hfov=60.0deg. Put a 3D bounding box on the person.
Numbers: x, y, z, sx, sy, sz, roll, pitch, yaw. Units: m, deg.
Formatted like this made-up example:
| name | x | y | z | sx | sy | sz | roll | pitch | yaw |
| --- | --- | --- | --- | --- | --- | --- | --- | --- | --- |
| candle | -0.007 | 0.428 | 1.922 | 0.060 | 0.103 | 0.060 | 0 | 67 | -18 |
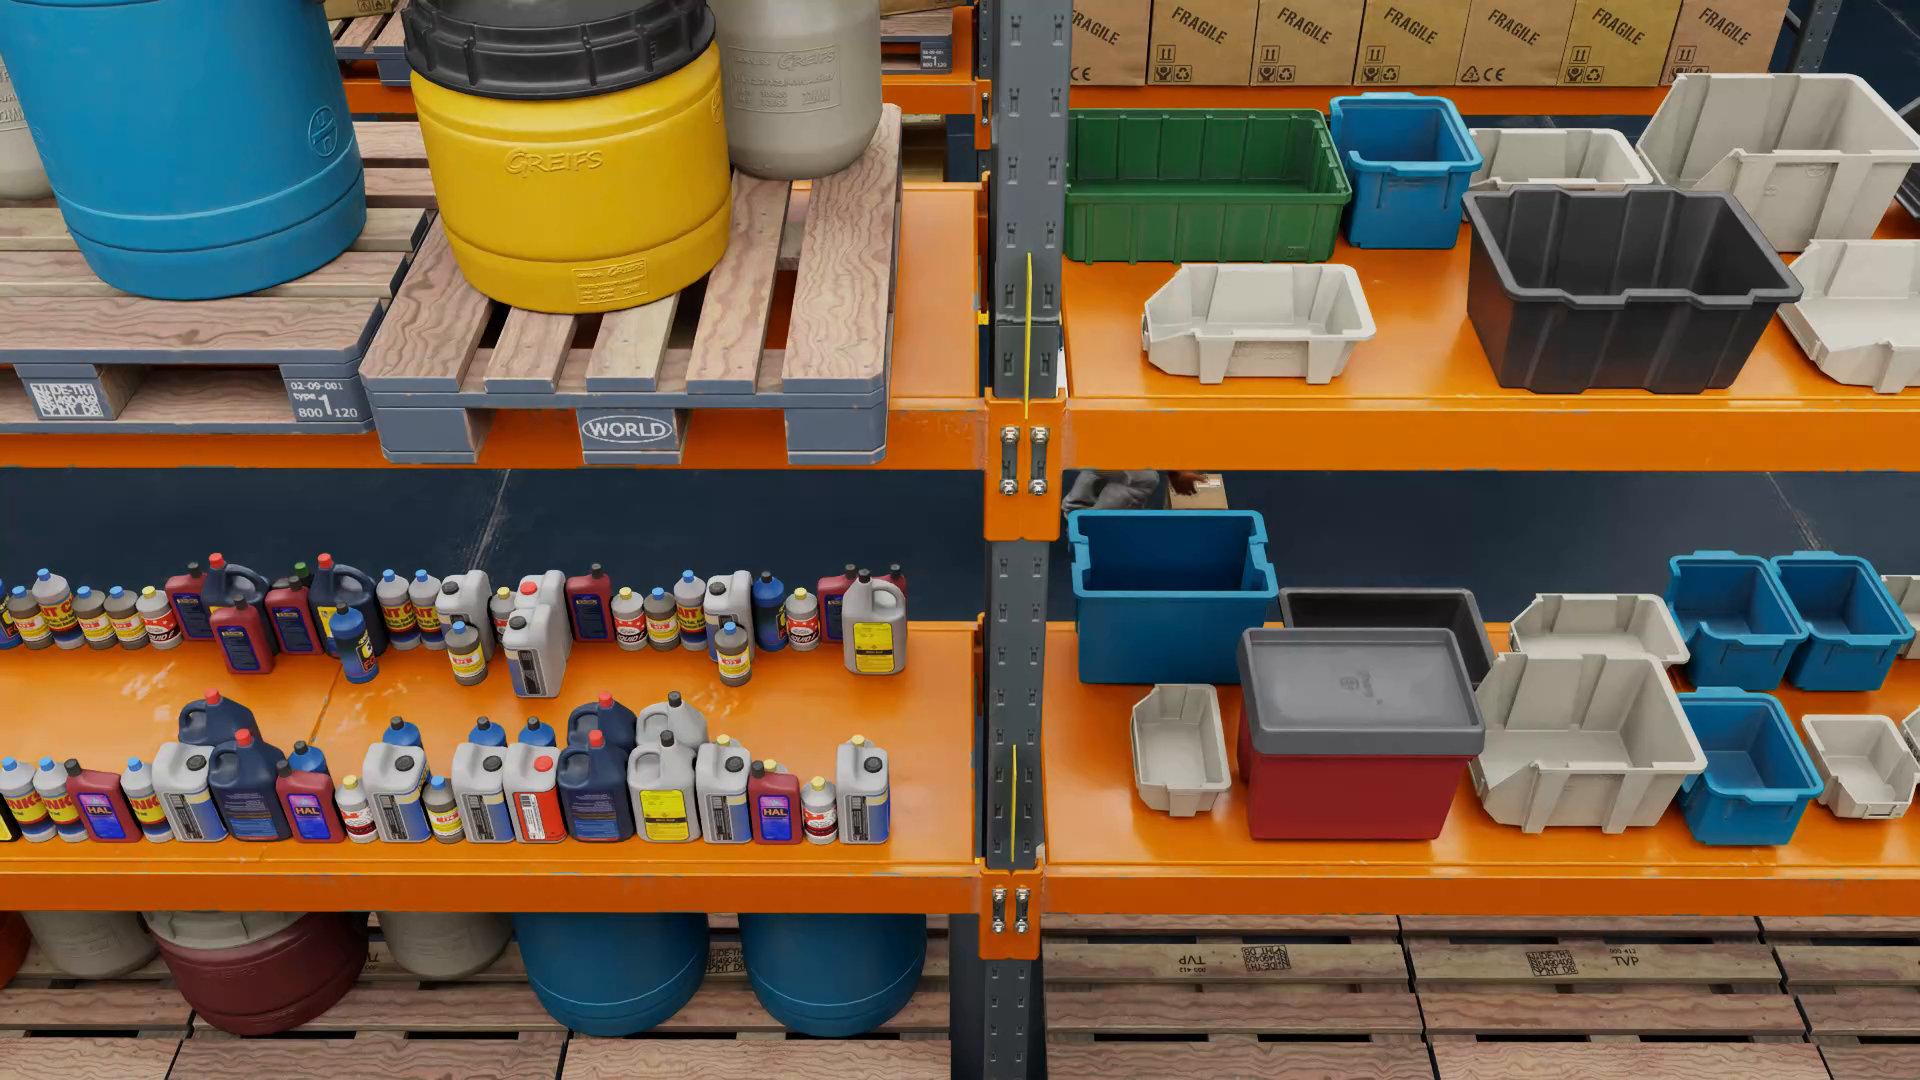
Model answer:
| name | x | y | z | sx | sy | sz | roll | pitch | yaw |
| --- | --- | --- | --- | --- | --- | --- | --- | --- | --- |
| person | 0.691 | -0.537 | 7.200 | 0.828 | 1.250 | 0.625 | 0 | 39 | 0 |
